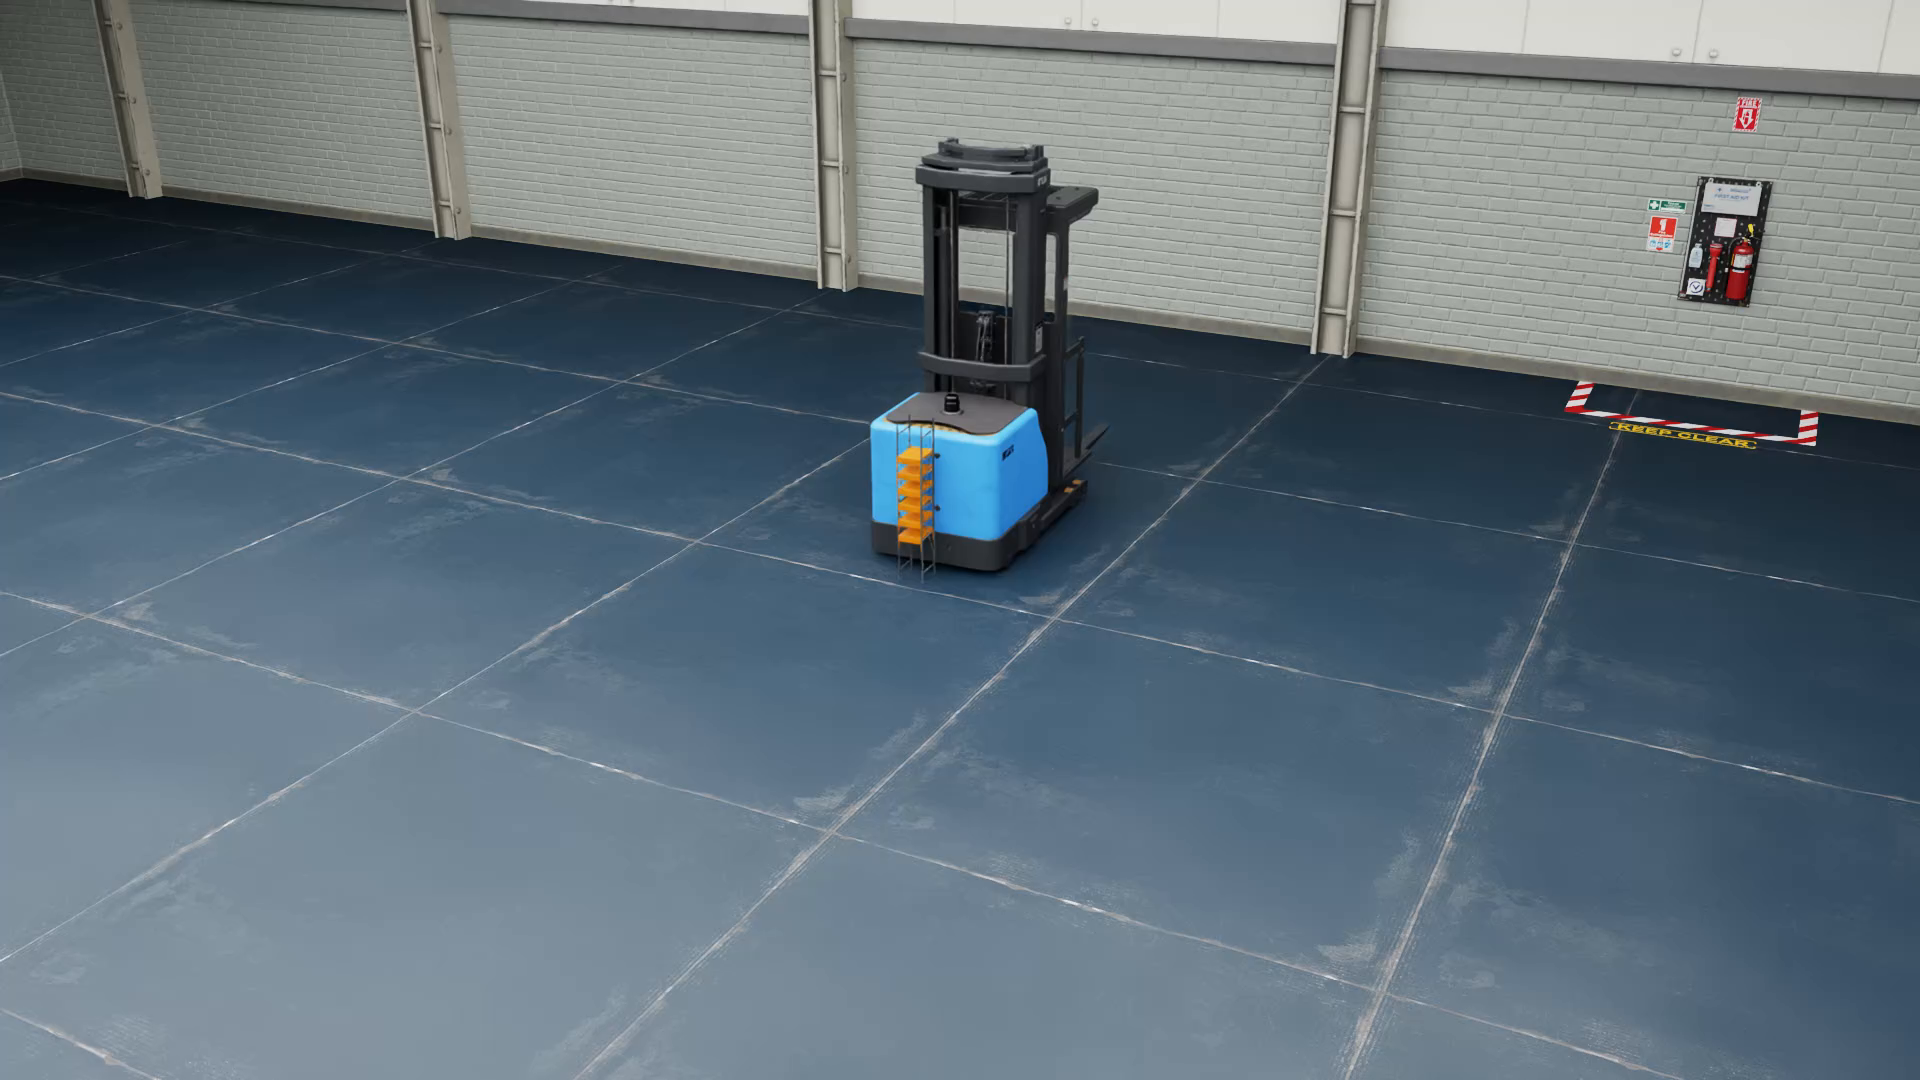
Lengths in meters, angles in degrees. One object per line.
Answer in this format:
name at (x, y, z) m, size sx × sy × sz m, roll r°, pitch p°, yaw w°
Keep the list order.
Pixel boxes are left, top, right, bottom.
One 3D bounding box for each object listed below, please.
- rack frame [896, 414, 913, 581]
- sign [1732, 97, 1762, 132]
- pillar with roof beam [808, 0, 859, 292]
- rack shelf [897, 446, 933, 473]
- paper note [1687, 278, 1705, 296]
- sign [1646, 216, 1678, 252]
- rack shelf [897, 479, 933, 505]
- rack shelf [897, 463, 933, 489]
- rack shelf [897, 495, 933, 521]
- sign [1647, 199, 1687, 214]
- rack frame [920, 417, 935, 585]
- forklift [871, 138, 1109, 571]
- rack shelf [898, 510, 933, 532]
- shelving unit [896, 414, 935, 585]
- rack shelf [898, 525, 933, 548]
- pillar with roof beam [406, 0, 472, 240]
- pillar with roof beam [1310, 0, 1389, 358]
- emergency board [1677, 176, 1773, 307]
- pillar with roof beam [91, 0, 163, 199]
rack frame at (-0.399, -0.298, 11.943) m, size 0.006 × 1.200 × 0.240 m, roll 9°, pitch 25°, yaw 21°
sign at (7.105, -3.840, 15.010) m, size 0.199 × 0.298 × 0.001 m, roll 11°, pitch 25°, yaw 25°
pillar with roof beam at (-3.396, -5.663, 14.594) m, size 0.400 × 9.000 × 9.100 m, roll 11°, pitch 25°, yaw 25°
rack shelf at (-0.314, -0.574, 11.788) m, size 0.180 × 0.103 × 0.258 m, roll 9°, pitch 25°, yaw 21°
paper note at (6.941, -2.387, 15.681) m, size 0.142 × 0.148 × 0.016 m, roll 11°, pitch 25°, yaw 25°
sign at (6.621, -2.887, 15.686) m, size 0.234 × 0.329 × 0.001 m, roll 11°, pitch 25°, yaw 25°
rack shelf at (-0.314, -0.354, 11.881) m, size 0.180 × 0.103 × 0.258 m, roll 9°, pitch 25°, yaw 21°
rack shelf at (-0.314, -0.464, 11.835) m, size 0.180 × 0.103 × 0.258 m, roll 9°, pitch 25°, yaw 21°
rack shelf at (-0.314, -0.243, 11.928) m, size 0.180 × 0.103 × 0.258 m, roll 9°, pitch 25°, yaw 21°
sign at (6.621, -3.127, 15.573) m, size 0.331 × 0.109 × 0.001 m, roll 11°, pitch 25°, yaw 25°
rack frame at (-0.230, -0.270, 11.879) m, size 0.006 × 1.200 × 0.240 m, roll 9°, pitch 25°, yaw 21°
forklift at (0.392, -1.668, 12.954) m, size 1.130 × 2.935 × 3.031 m, roll 10°, pitch 25°, yaw 22°
rack shelf at (-0.314, -0.133, 11.975) m, size 0.180 × 0.103 × 0.258 m, roll 9°, pitch 25°, yaw 21°
shelving unit at (-0.314, -0.284, 11.911) m, size 0.189 × 1.200 × 0.258 m, roll 9°, pitch 25°, yaw 21°
rack shelf at (-0.314, -0.022, 12.022) m, size 0.180 × 0.103 × 0.258 m, roll 9°, pitch 25°, yaw 21°
pillar with roof beam at (-8.750, -6.723, 17.085) m, size 0.400 × 9.000 × 9.100 m, roll 11°, pitch 25°, yaw 25°
pillar with roof beam at (1.959, -4.604, 12.103) m, size 0.400 × 9.000 × 9.100 m, roll 11°, pitch 25°, yaw 25°
emergency board at (7.068, -2.737, 15.378) m, size 0.643 × 1.169 × 0.194 m, roll 11°, pitch 25°, yaw 25°
pillar with roof beam at (-14.105, -7.782, 19.576) m, size 0.400 × 9.000 × 9.100 m, roll 11°, pitch 25°, yaw 25°
